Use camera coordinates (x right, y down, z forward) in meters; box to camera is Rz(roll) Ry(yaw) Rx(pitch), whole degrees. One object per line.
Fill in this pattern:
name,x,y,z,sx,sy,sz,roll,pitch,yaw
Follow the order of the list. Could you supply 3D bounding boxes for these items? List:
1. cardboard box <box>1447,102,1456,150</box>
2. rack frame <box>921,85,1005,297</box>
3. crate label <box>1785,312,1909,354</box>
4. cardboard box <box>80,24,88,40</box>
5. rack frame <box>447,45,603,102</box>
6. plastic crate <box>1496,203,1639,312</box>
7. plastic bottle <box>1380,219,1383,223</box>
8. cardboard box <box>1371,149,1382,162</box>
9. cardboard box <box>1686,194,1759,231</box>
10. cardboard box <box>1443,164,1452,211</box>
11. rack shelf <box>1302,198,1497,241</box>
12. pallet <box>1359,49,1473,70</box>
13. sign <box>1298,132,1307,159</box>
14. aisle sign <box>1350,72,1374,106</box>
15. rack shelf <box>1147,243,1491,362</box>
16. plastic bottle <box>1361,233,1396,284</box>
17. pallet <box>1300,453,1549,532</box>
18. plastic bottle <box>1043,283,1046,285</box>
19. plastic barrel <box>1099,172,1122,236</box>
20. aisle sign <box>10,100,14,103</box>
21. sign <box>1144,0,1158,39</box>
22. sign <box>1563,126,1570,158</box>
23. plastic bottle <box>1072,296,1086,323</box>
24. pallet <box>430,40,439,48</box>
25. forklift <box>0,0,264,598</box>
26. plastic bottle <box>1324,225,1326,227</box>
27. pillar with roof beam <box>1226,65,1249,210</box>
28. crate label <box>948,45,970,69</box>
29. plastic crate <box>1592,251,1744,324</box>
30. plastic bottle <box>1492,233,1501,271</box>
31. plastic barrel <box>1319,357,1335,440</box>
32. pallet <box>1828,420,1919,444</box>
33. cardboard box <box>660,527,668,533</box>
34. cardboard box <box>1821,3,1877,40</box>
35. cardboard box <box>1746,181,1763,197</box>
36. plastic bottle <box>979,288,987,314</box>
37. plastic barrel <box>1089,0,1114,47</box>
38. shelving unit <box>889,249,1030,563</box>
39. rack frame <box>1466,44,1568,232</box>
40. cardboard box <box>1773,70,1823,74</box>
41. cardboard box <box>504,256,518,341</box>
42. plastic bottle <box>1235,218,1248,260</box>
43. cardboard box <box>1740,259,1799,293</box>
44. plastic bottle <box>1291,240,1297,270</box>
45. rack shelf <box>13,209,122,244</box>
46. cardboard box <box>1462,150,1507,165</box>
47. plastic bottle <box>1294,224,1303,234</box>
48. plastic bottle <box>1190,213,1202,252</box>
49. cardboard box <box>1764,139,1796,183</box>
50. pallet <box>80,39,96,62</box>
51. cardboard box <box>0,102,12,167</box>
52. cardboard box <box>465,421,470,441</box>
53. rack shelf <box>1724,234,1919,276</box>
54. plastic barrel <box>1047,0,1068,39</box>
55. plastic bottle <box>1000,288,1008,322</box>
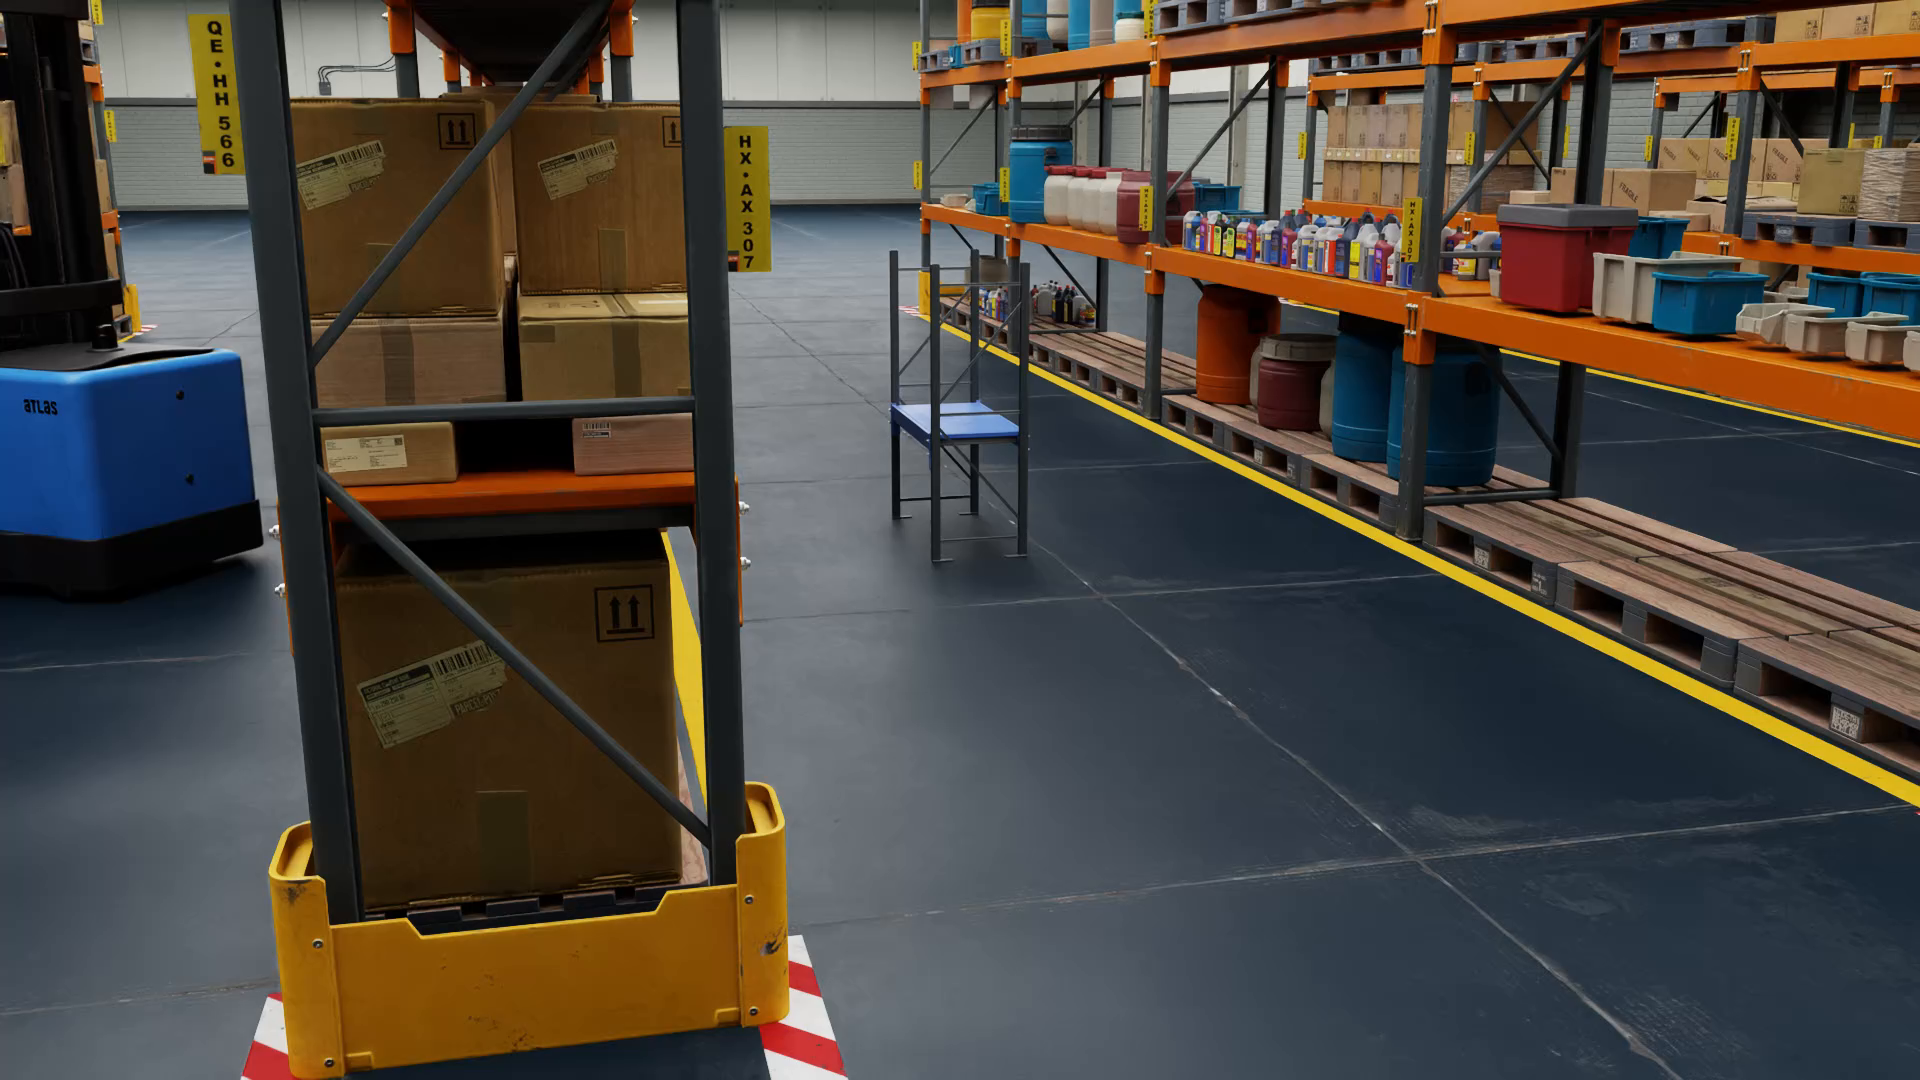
cardboard box,5.557,-4.504,18.096,0.700,0.500,0.500,-3,14,-13
rack frame,0.032,-4.254,20.018,1.000,3.000,0.127,-3,14,-13
crate label,3.279,-0.772,6.197,0.396,0.136,0.243,-3,14,-13
cardboard box,-9.161,-5.196,16.990,0.380,0.149,0.250,-3,14,-13
rack frame,-2.903,-2.132,11.334,1.000,3.000,0.127,-3,14,-13
plastic crate,2.816,-1.326,7.772,0.402,0.464,0.583,-3,14,-13
plastic bottle,2.705,-1.942,10.800,0.061,0.283,0.133,-3,14,-13
cardboard box,5.035,-4.493,19.421,0.380,0.149,0.250,-3,14,-14
cardboard box,6.705,-2.857,14.490,0.500,0.311,0.500,-3,14,-14
cardboard box,5.547,-3.878,18.270,0.700,0.500,0.500,-3,14,-14
rack shelf,5.318,-3.718,19.342,1.077,0.370,4.000,-3,14,-13
pallet,5.279,-5.497,18.972,1.003,0.211,1.213,-3,14,-13
sign,4.307,-4.959,20.912,0.100,0.325,0.005,-3,14,-13
aisle sign,5.118,-5.823,20.965,0.394,0.787,0.004,-3,14,-13
rack shelf,2.381,-1.597,10.661,1.077,0.370,4.000,-3,14,-13
plastic bottle,2.358,-1.582,9.345,0.152,0.276,0.135,-3,14,-13
pallet,2.710,-0.311,9.756,1.003,0.211,1.213,-3,14,-13
plastic bottle,0.935,-2.723,18.548,0.061,0.283,0.133,-3,14,-12
plastic barrel,1.363,-2.785,13.771,0.421,0.512,0.421,0,14,0
aisle sign,-9.935,-4.987,17.542,0.394,0.787,0.004,-3,14,-13
sign,1.378,-3.782,11.989,0.100,0.325,0.005,-3,14,-13
sign,6.312,-4.163,17.373,0.100,0.325,0.005,-3,14,-13
plastic bottle,1.220,-2.393,17.212,0.152,0.276,0.135,-3,14,-11
pallet,-3.555,-4.033,13.192,1.213,0.211,1.003,-3,14,-13
forklift,-5.132,-1.364,8.335,3.031,2.935,1.130,6,15,23
plastic bottle,2.553,-2.094,11.596,0.097,0.201,0.097,0,14,0
pillar with roof beam,2.255,-11.520,37.117,9.100,9.000,0.400,-3,14,-13
crate label,0.151,-5.189,17.837,0.502,0.251,0.408,-3,14,-13
plastic crate,3.030,-1.095,7.210,0.437,0.282,0.530,-3,14,-13
plastic bottle,3.080,-1.610,9.469,0.097,0.271,0.097,0,14,0
plastic barrel,2.527,-0.906,10.672,0.421,0.512,0.421,0,14,0
pallet,7.148,-0.874,12.058,1.003,0.211,1.213,-3,14,-13
cardboard box,-2.134,-0.528,8.359,1.225,0.875,0.875,-3,14,-13
cardboard box,6.982,-3.973,12.337,0.910,0.500,0.500,-3,14,-13
cardboard box,9.834,-4.259,20.314,0.500,0.250,0.500,-3,14,-13
plastic bottle,0.259,-2.604,18.089,0.097,0.271,0.097,0,14,0
plastic barrel,1.456,-4.776,14.778,0.600,0.901,0.600,0,14,0
shelving unit,-0.020,-0.748,8.830,0.538,1.500,1.048,-3,14,-13
rack frame,5.787,-3.606,17.368,1.000,3.000,0.127,-3,14,-13
cardboard box,9.969,-5.745,19.547,0.500,0.500,0.500,-4,14,-15
cardboard box,-1.761,-0.810,5.610,0.500,0.250,0.500,-3,14,-13
plastic bottle,1.893,-2.009,11.101,0.097,0.271,0.097,0,14,0
cardboard box,9.995,-3.337,20.607,0.700,0.500,0.500,-4,14,-17
plastic bottle,2.100,-1.772,10.280,0.097,0.201,0.097,0,14,0
rack shelf,-9.158,-2.914,16.049,1.077,0.370,4.000,-3,14,-13
cardboard box,5.515,-4.021,17.487,0.380,0.149,0.250,-3,14,-13
plastic bottle,2.127,-1.840,10.411,0.097,0.271,0.097,0,14,0
plastic bottle,1.699,-2.200,11.881,0.097,0.271,0.097,0,14,0
cardboard box,9.959,-4.508,19.752,0.500,0.500,0.500,-4,14,-15
pallet,-9.443,-4.968,16.809,1.003,0.211,1.213,-3,14,-13
cardboard box,-8.741,-3.486,14.285,0.875,0.550,0.550,-3,14,-13
cardboard box,-1.549,-0.347,4.555,0.380,0.149,0.250,-3,14,-13
rack shelf,7.196,-1.873,11.788,1.077,0.370,4.000,-3,14,-13
plastic barrel,1.061,-5.157,16.274,0.421,0.512,0.421,0,14,0
plastic bottle,0.495,-2.435,17.227,0.144,0.351,0.185,-4,14,-16
